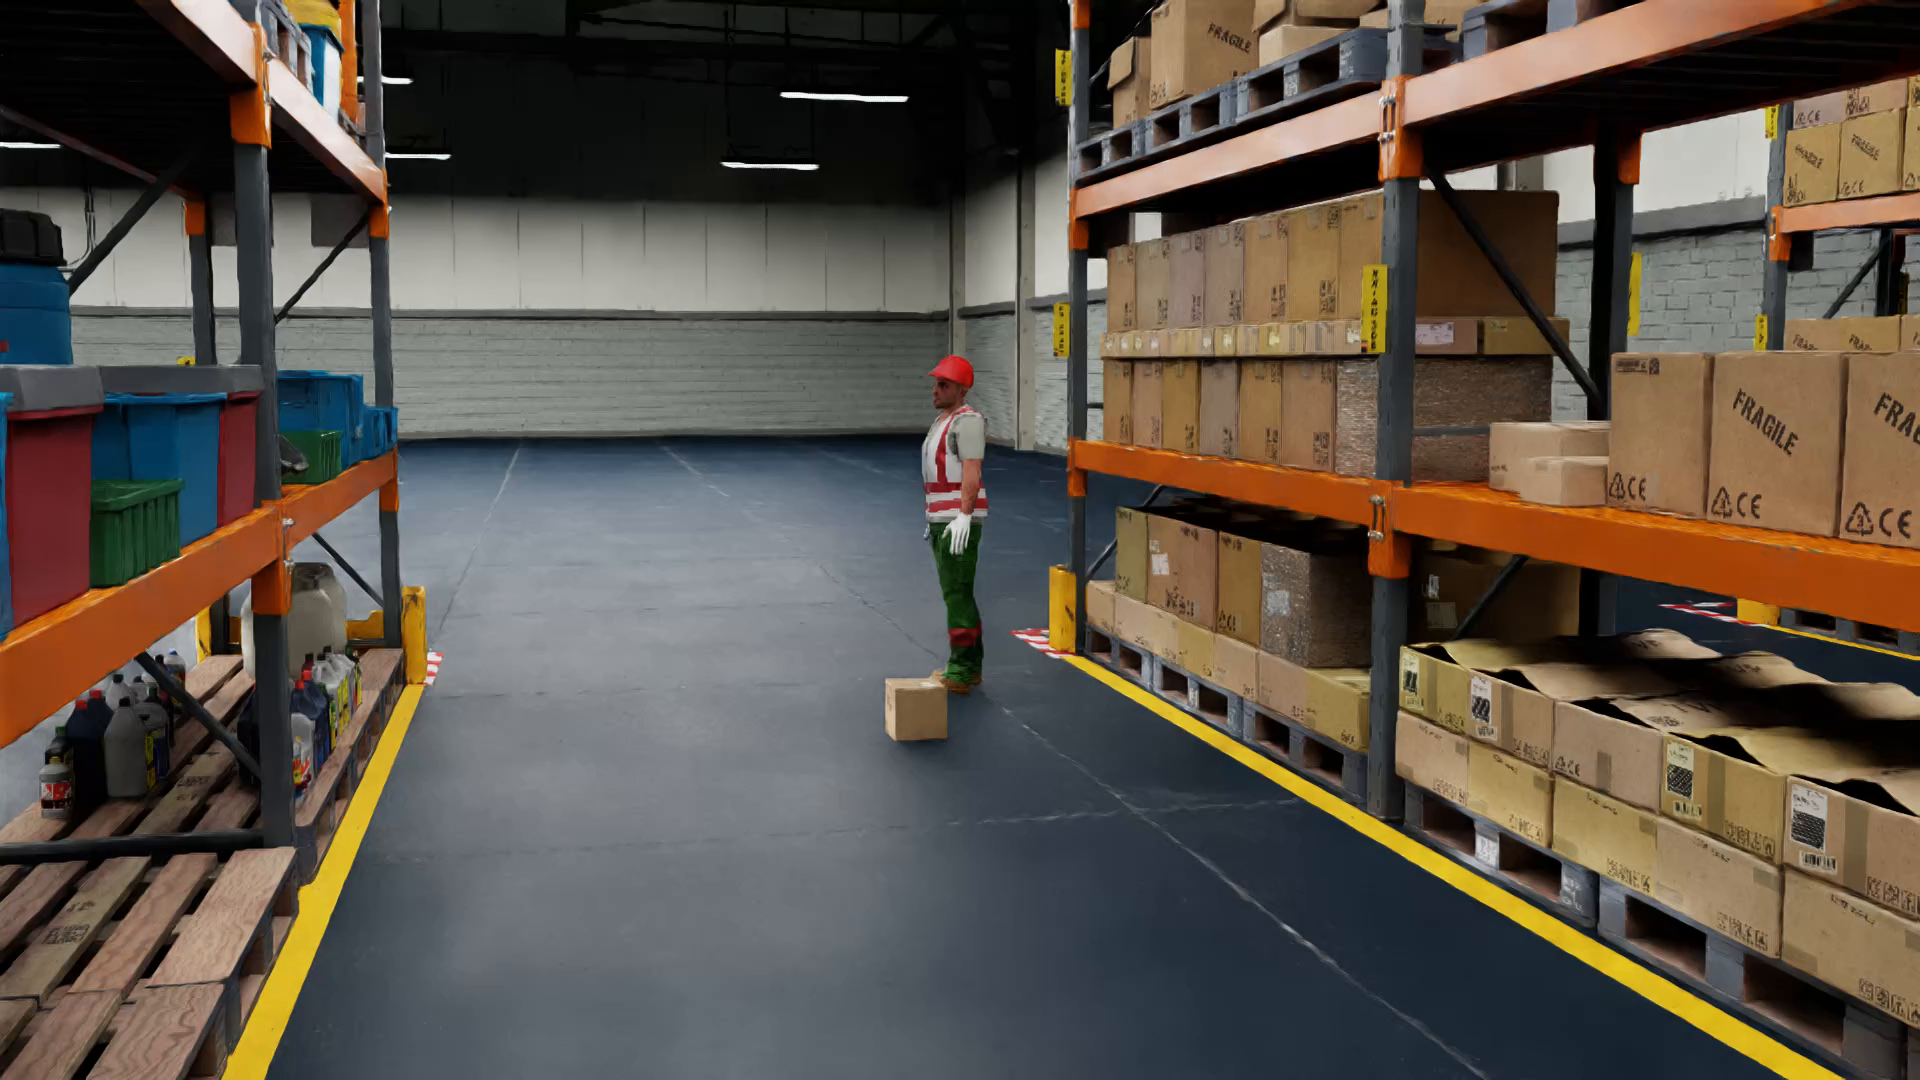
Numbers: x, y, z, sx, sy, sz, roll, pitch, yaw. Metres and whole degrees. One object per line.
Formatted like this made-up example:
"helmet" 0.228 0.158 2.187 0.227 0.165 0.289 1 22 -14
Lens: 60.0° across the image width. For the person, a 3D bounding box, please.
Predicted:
"person" -0.048 -0.083 8.847 0.449 1.791 0.668 -2 6 -16
